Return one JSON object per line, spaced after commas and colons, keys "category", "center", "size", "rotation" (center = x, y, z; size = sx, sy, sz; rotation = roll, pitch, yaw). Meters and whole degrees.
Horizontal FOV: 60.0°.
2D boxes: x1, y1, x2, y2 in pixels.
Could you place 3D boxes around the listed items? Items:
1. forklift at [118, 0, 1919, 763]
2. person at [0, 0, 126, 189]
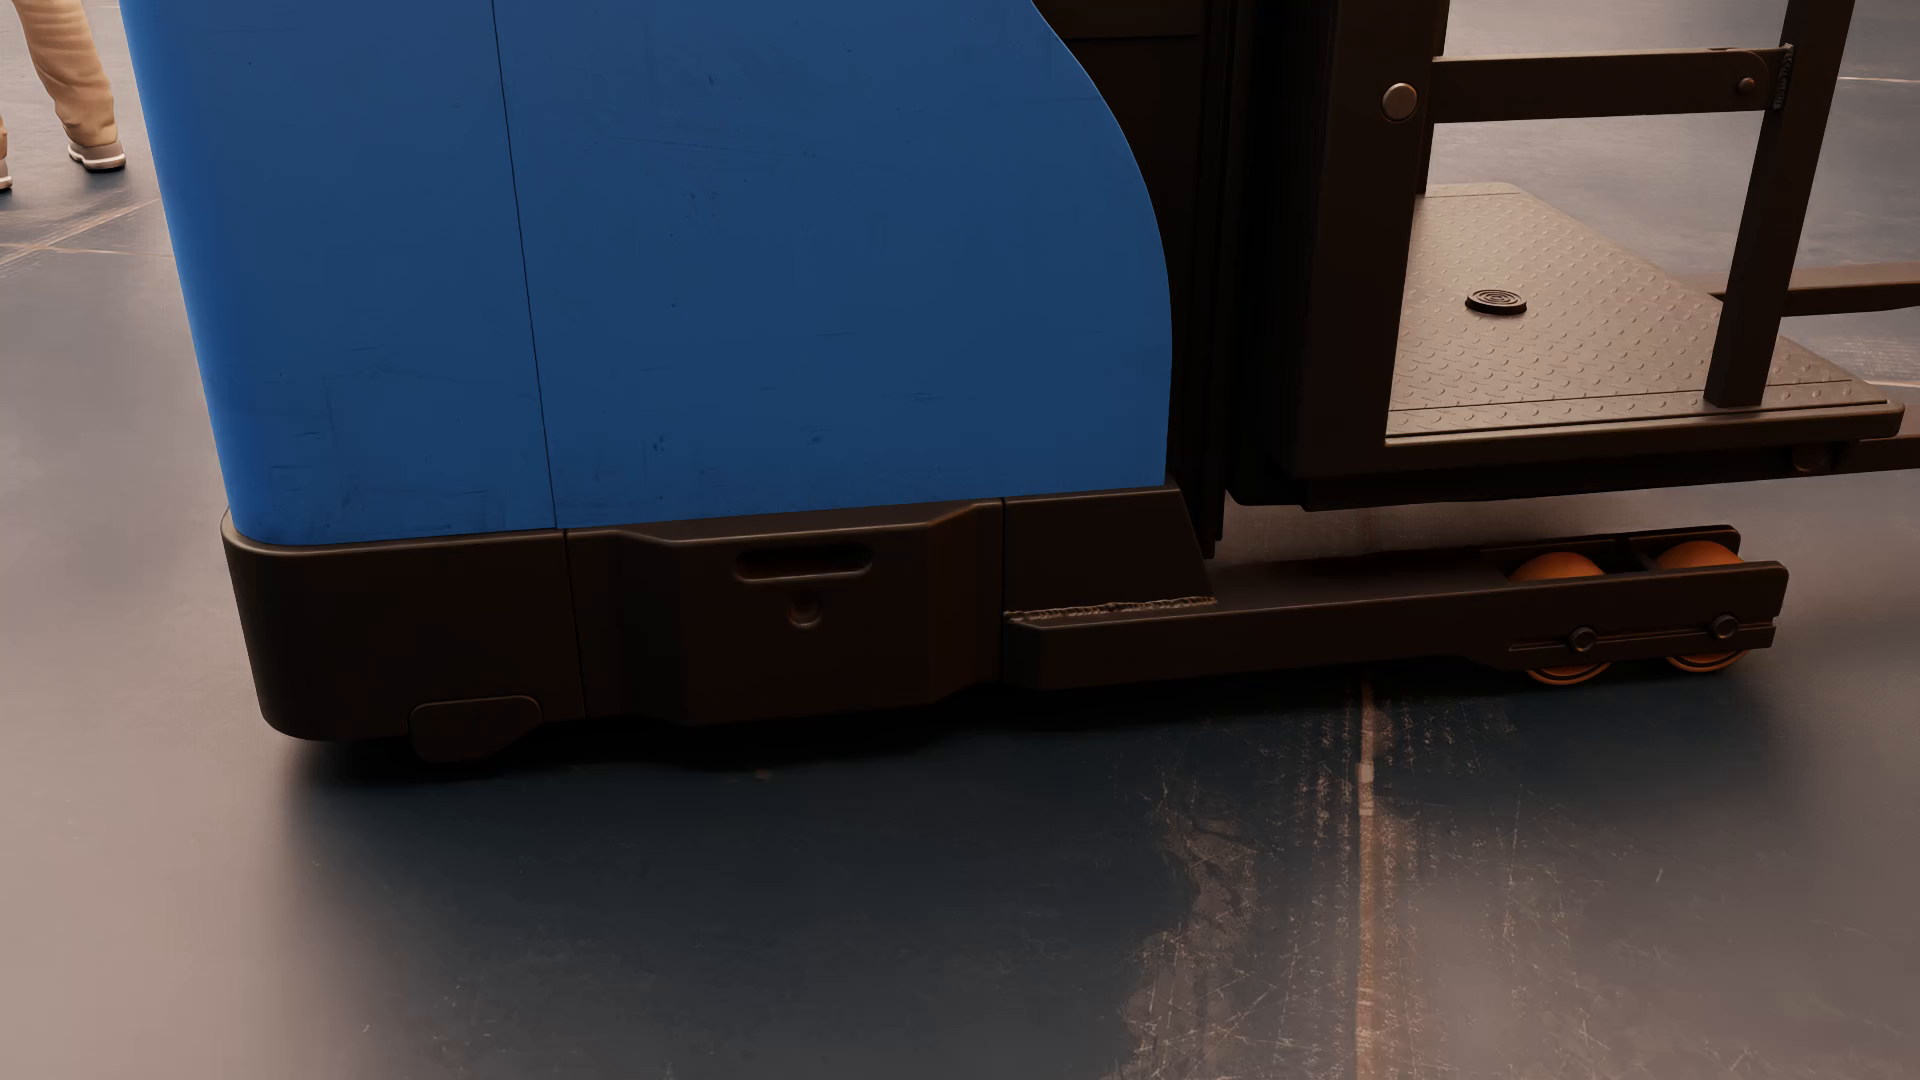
{"category": "forklift", "center": [0.600, -1.354, 1.930], "size": [3.031, 2.935, 1.130], "rotation": [-4, 27, -9]}
{"category": "person", "center": [-2.479, -1.732, 4.015], "size": [0.388, 1.727, 0.597], "rotation": [21, 34, 36]}
